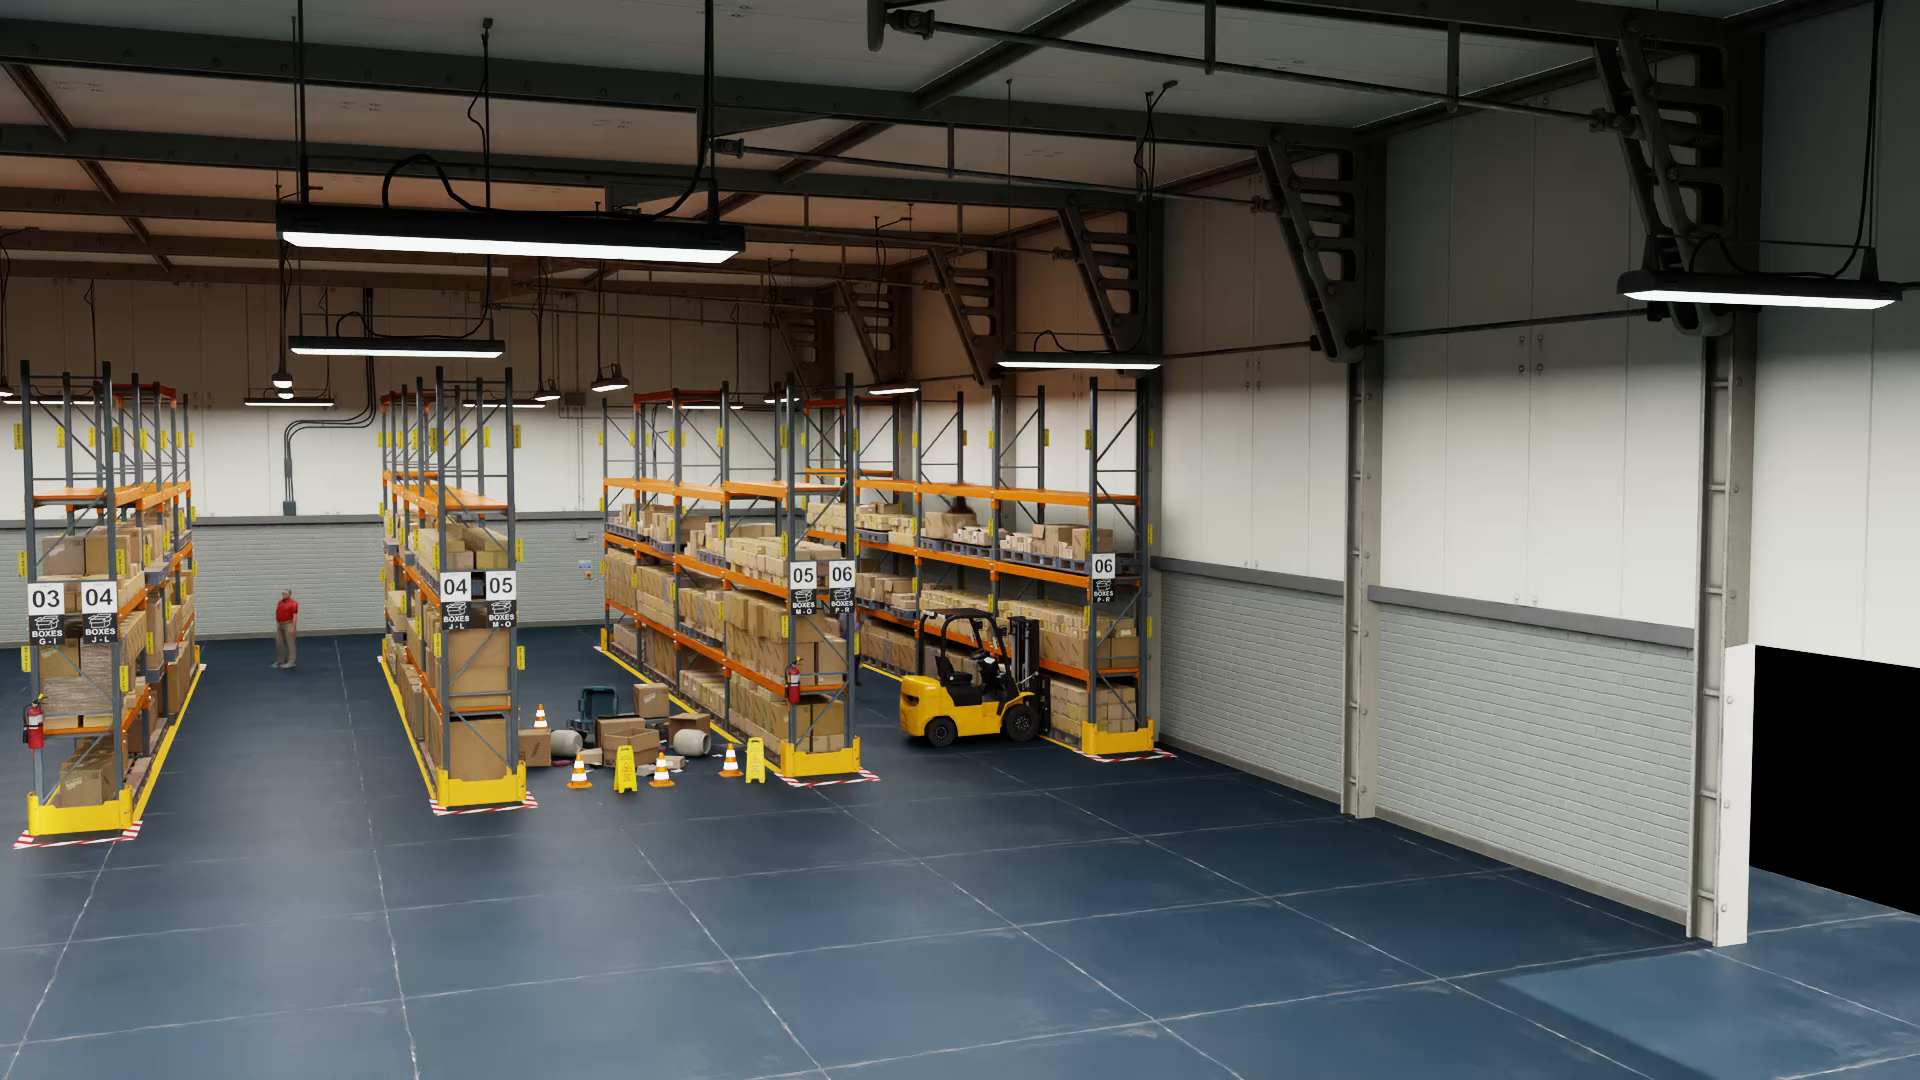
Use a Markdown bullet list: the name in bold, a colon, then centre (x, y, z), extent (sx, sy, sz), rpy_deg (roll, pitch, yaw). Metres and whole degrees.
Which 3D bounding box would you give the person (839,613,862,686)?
- **person**: centre (-2.154, 2.046, 32.685), extent (0.533, 1.647, 0.390), rpy_deg (3, 5, 43)

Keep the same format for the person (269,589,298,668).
- **person**: centre (-14.888, 1.945, 36.601), extent (0.642, 1.756, 0.394), rpy_deg (1, 4, 19)
